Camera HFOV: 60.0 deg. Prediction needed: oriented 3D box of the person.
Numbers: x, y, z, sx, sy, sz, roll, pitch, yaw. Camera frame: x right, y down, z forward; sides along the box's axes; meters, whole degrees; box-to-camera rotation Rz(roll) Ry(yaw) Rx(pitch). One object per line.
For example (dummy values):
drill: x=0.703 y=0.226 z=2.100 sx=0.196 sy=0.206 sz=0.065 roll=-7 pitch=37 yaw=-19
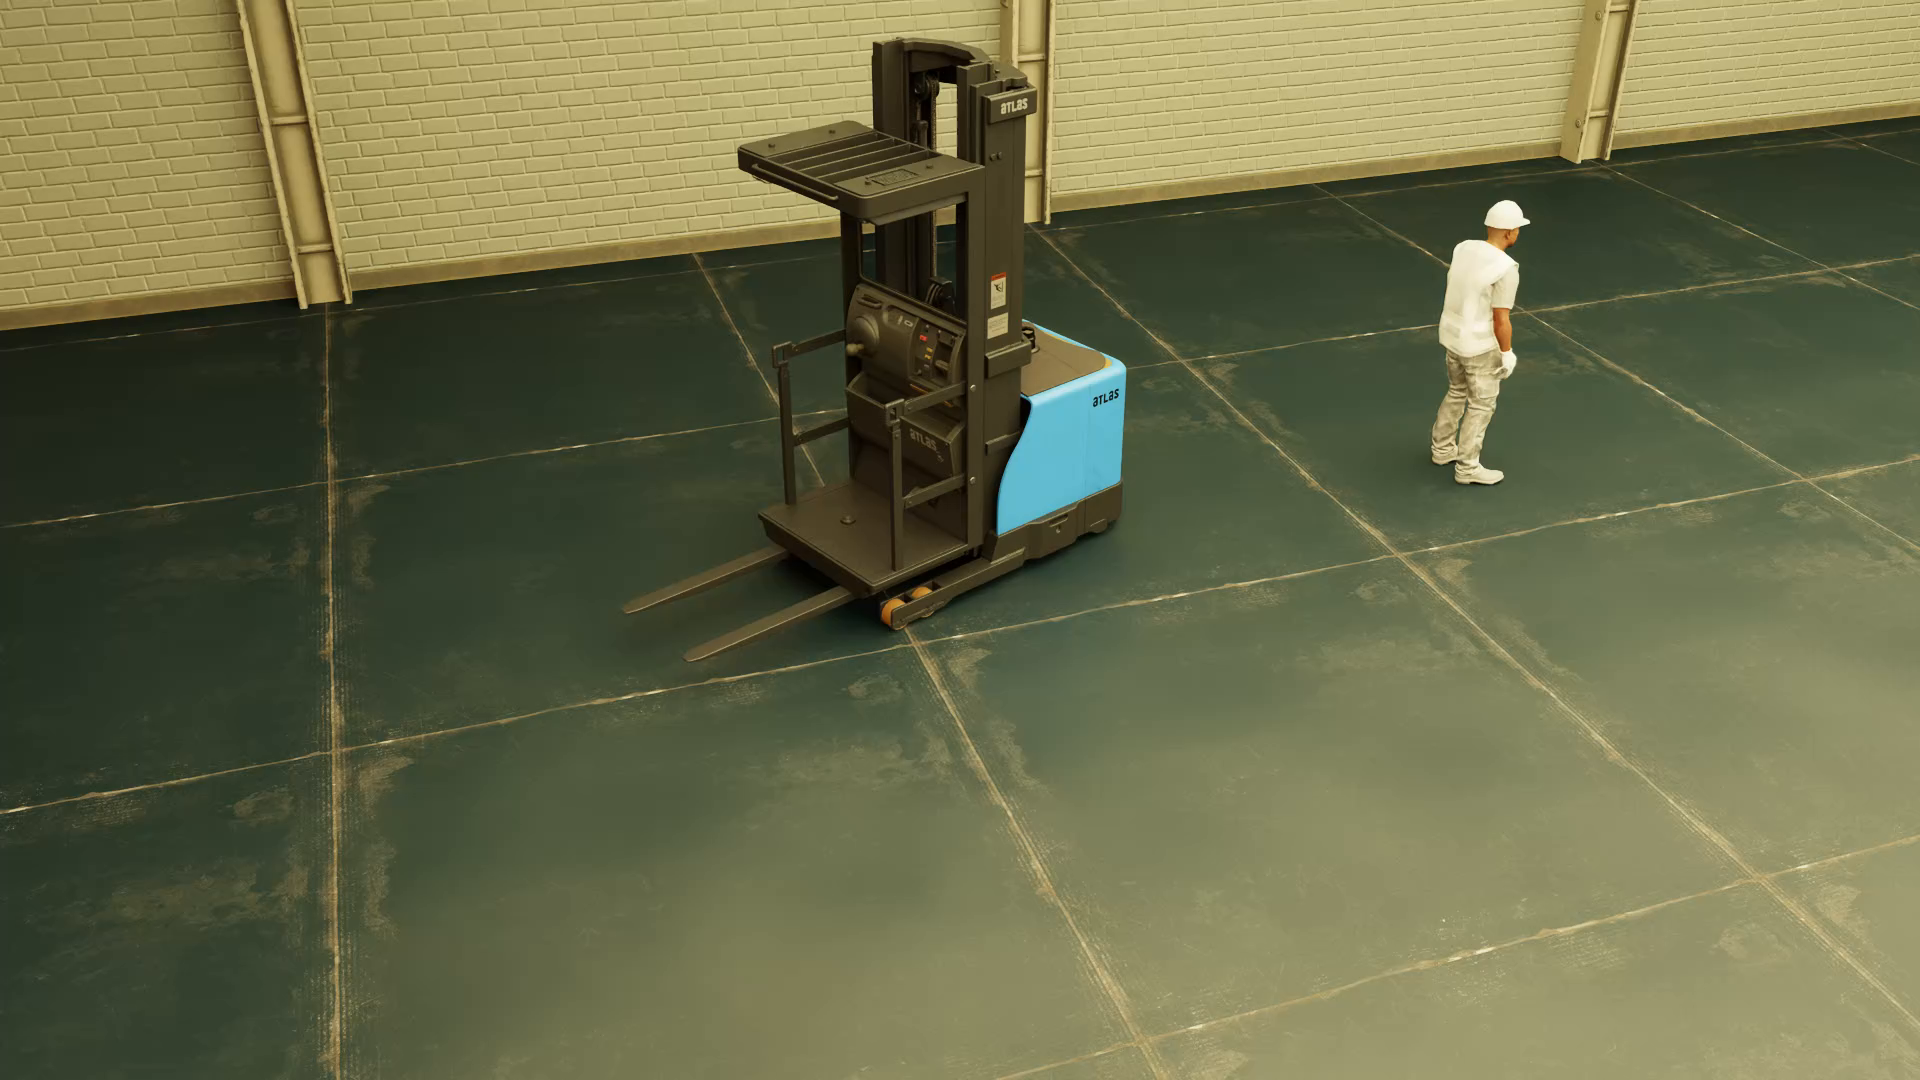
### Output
person: x=3.245 y=-1.247 z=10.417 sx=0.444 sy=1.775 sz=0.629 roll=-9 pitch=31 yaw=-15

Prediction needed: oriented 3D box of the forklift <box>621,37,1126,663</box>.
forklift: x=-0.461 y=-1.072 z=8.951 sx=3.031 sy=2.935 sz=1.130 roll=-23 pitch=37 yaw=-34
